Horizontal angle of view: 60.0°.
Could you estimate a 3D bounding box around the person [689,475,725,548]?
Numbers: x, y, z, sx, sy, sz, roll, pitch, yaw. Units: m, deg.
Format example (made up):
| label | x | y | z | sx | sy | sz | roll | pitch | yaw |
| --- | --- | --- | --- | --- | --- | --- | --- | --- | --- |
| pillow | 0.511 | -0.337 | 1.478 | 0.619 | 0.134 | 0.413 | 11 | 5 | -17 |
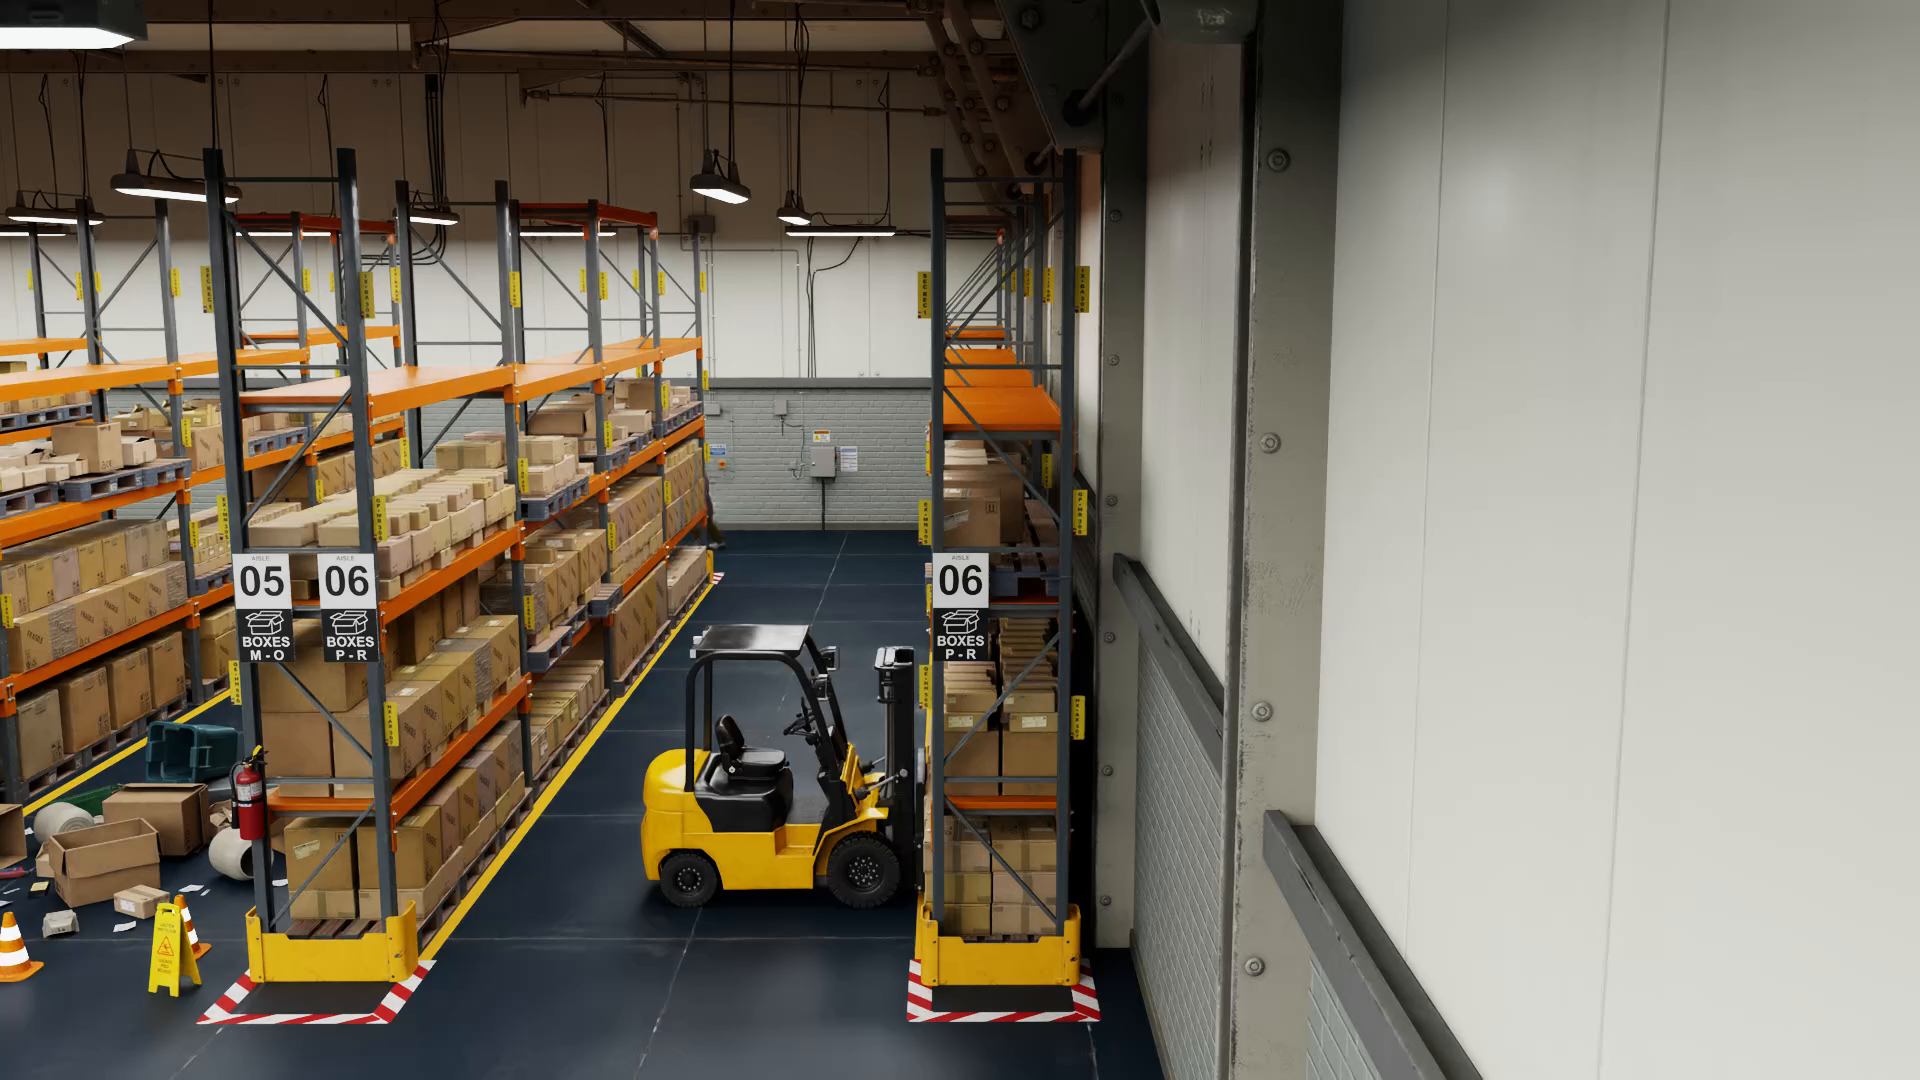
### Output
| label | x | y | z | sx | sy | sz | roll | pitch | yaw |
| --- | --- | --- | --- | --- | --- | --- | --- | --- | --- |
| person | -4.849 | -0.654 | 31.177 | 0.913 | 1.736 | 0.732 | -6 | 11 | -33 |
